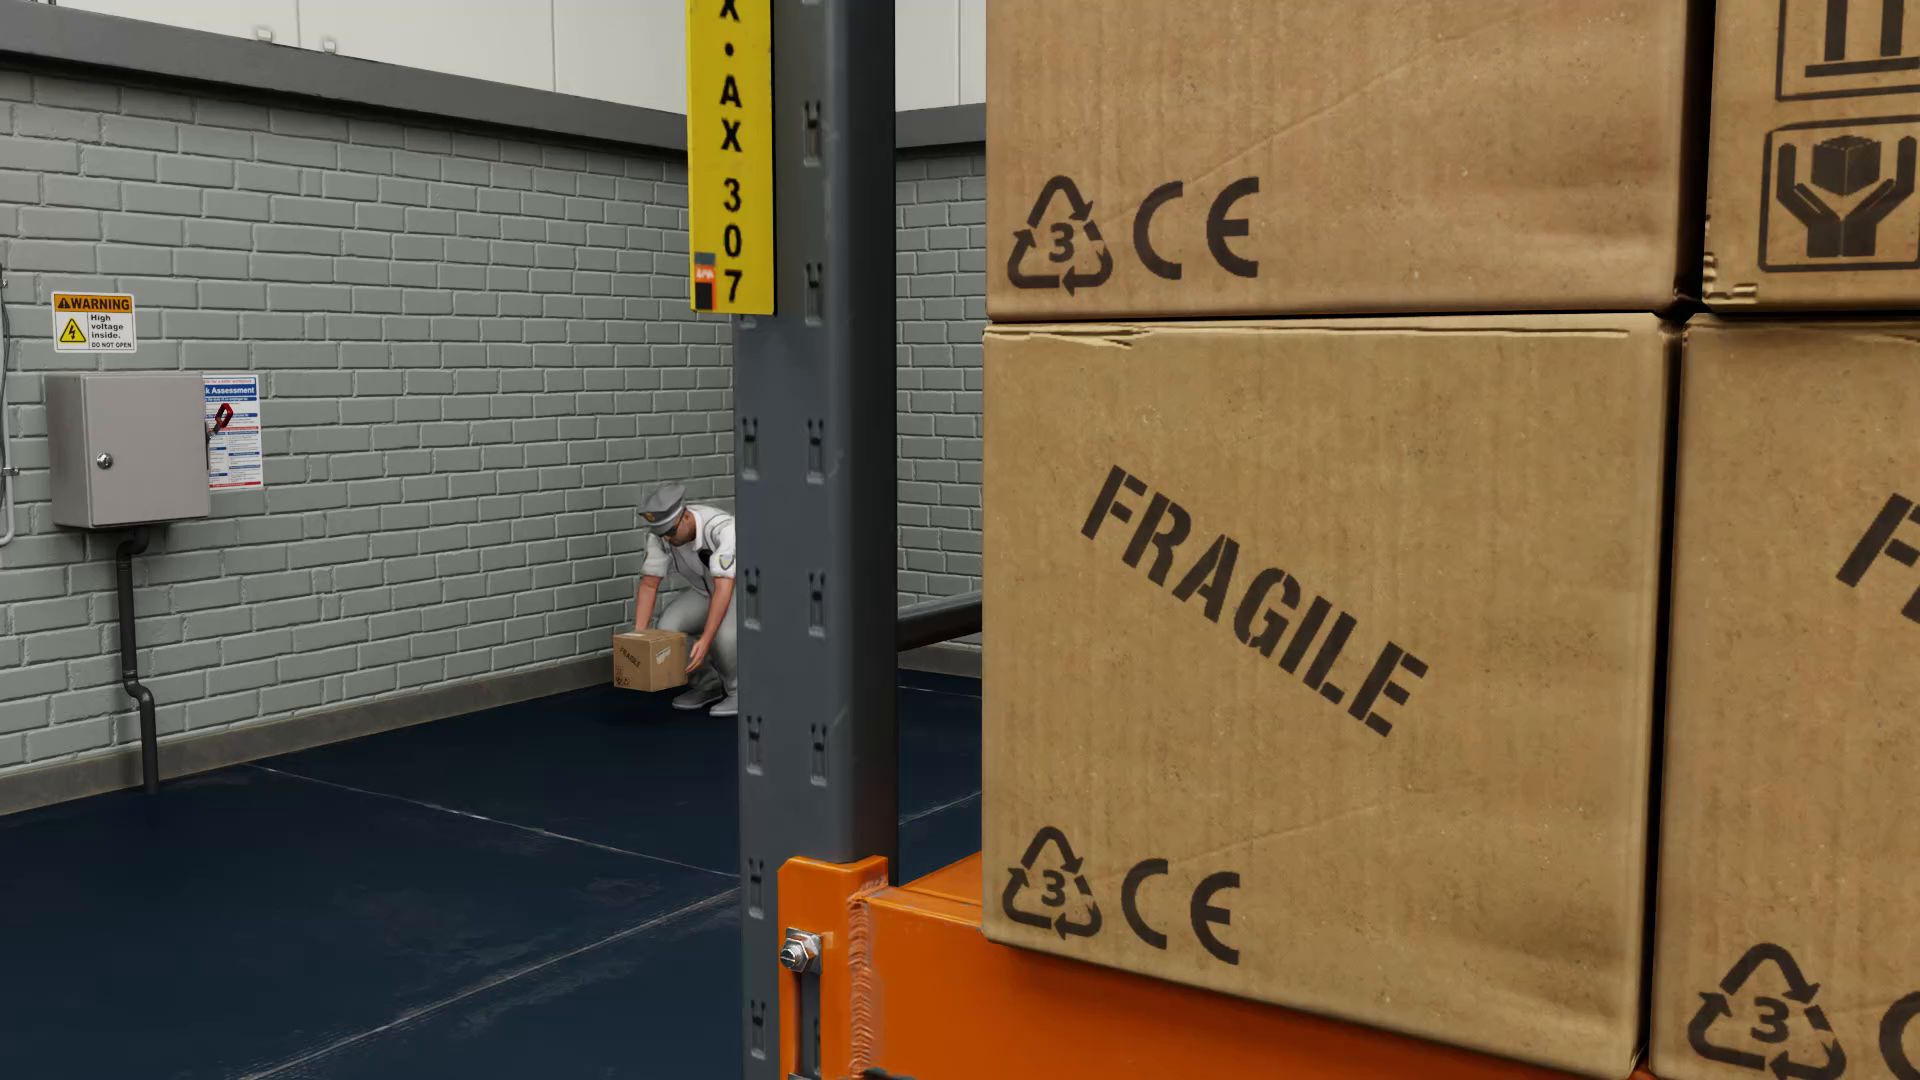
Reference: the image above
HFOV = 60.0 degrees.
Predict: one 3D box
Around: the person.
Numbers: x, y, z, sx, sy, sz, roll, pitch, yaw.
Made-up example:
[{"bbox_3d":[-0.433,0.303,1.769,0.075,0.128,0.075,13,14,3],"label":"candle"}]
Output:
[{"bbox_3d":[-1.255,0.292,8.291,0.577,1.165,0.903,4,7,33],"label":"person"}]
